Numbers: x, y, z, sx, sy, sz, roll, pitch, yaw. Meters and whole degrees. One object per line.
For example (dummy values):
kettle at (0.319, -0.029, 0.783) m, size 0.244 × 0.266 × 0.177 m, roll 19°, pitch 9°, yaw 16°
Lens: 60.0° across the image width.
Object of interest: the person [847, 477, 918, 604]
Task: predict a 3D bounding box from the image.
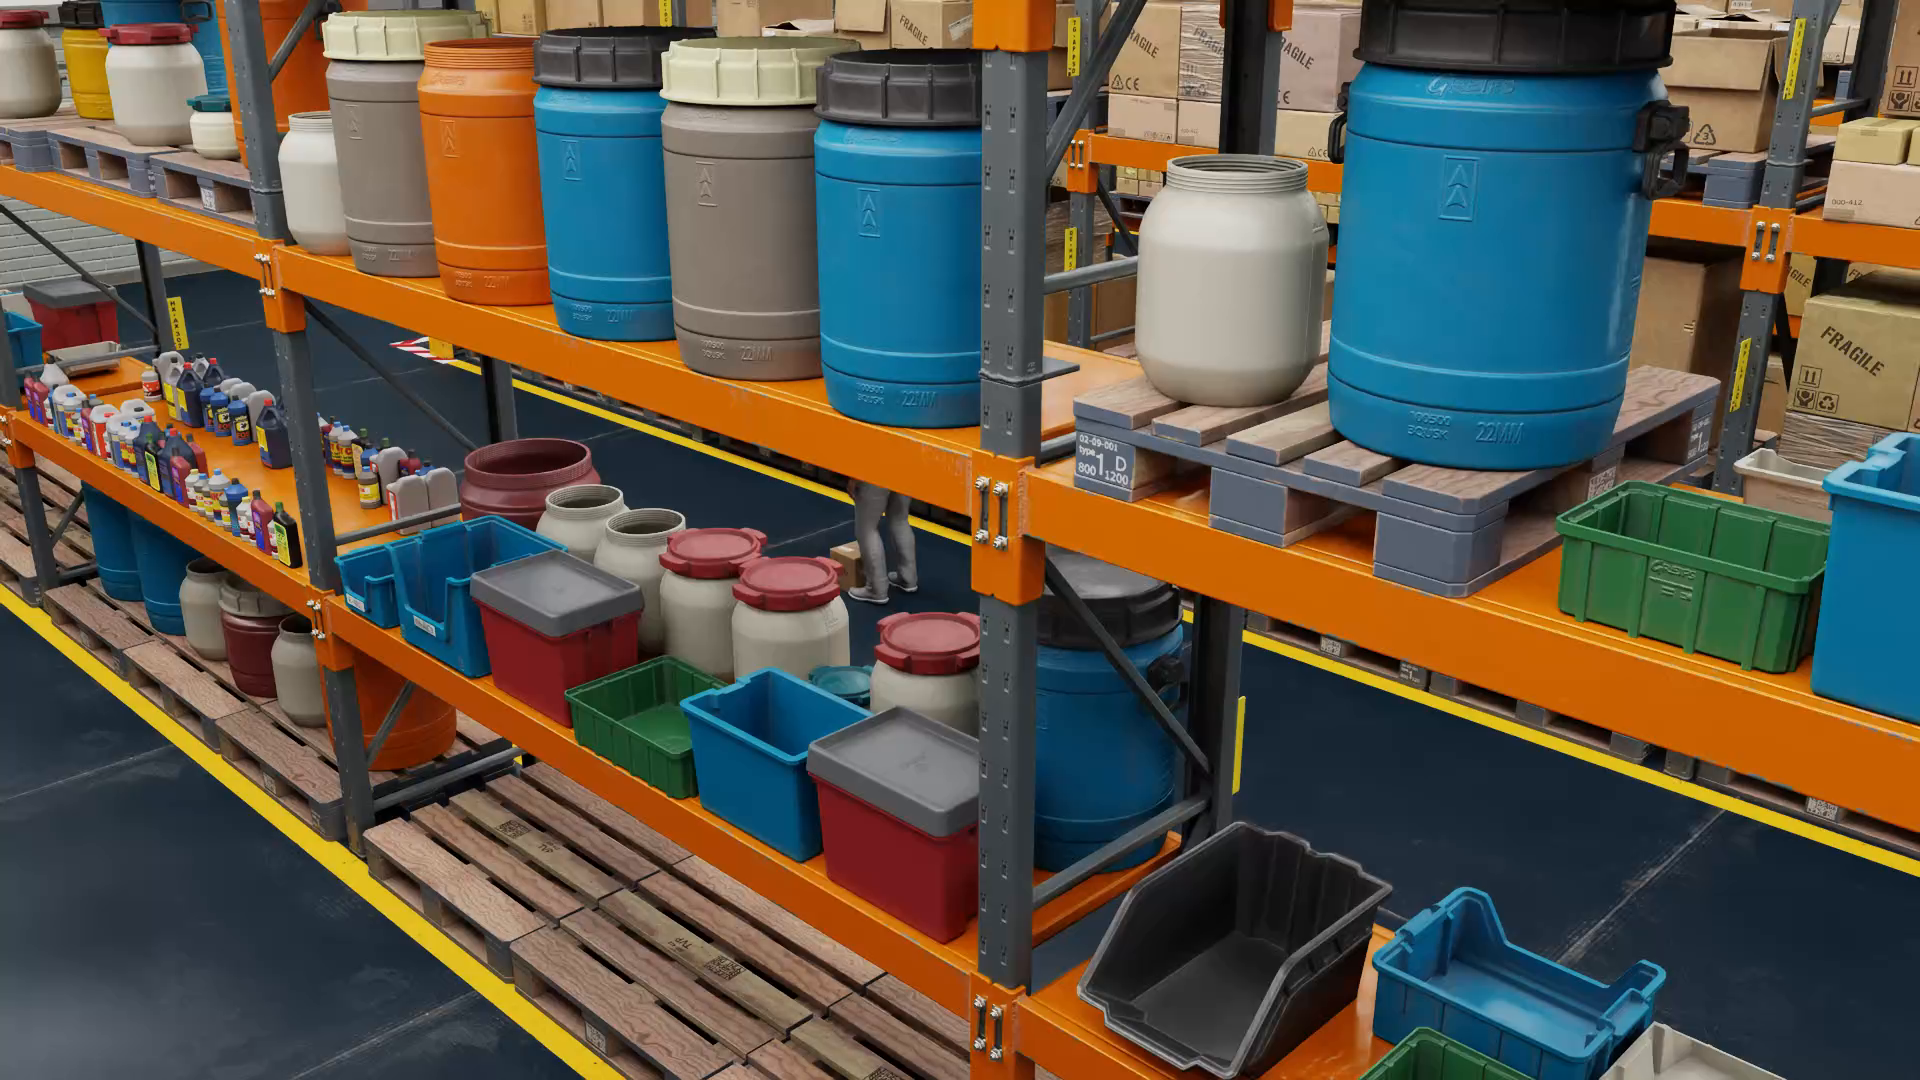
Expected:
person at (-0.479, -0.429, 10.206) m, size 0.391 × 1.664 × 0.532 m, roll 17°, pitch 27°, yaw 38°
